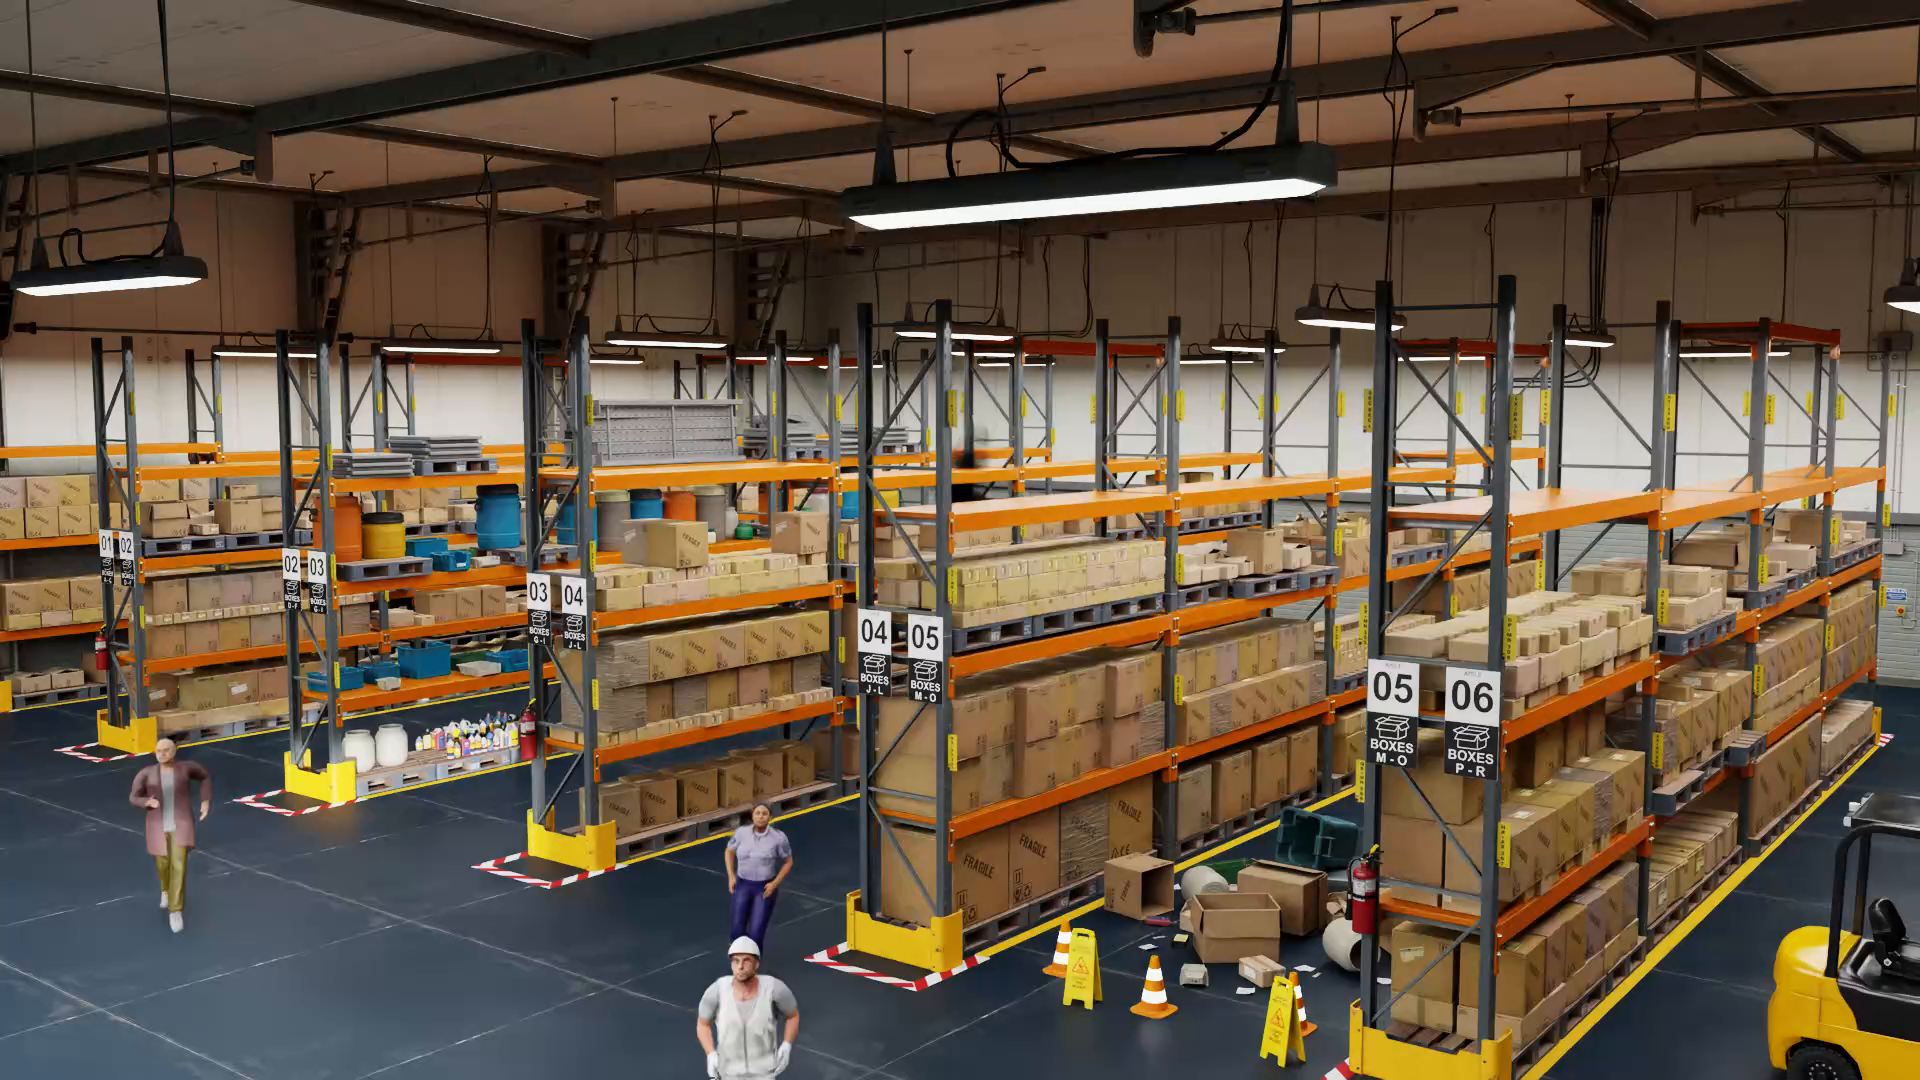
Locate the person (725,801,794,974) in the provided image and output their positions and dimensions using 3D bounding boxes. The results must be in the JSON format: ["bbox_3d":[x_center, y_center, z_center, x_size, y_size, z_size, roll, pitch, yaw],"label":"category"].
[{"bbox_3d":[-1.782,3.109,14.740,0.625,1.619,0.530,0,5,1],"label":"person"}]

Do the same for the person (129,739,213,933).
[{"bbox_3d":[-7.775,2.850,16.389,0.729,1.790,1.049,-1,5,-16],"label":"person"}]

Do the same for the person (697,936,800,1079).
[{"bbox_3d":[-1.350,3.376,10.642,0.657,1.764,0.700,-1,5,-7],"label":"person"}]
